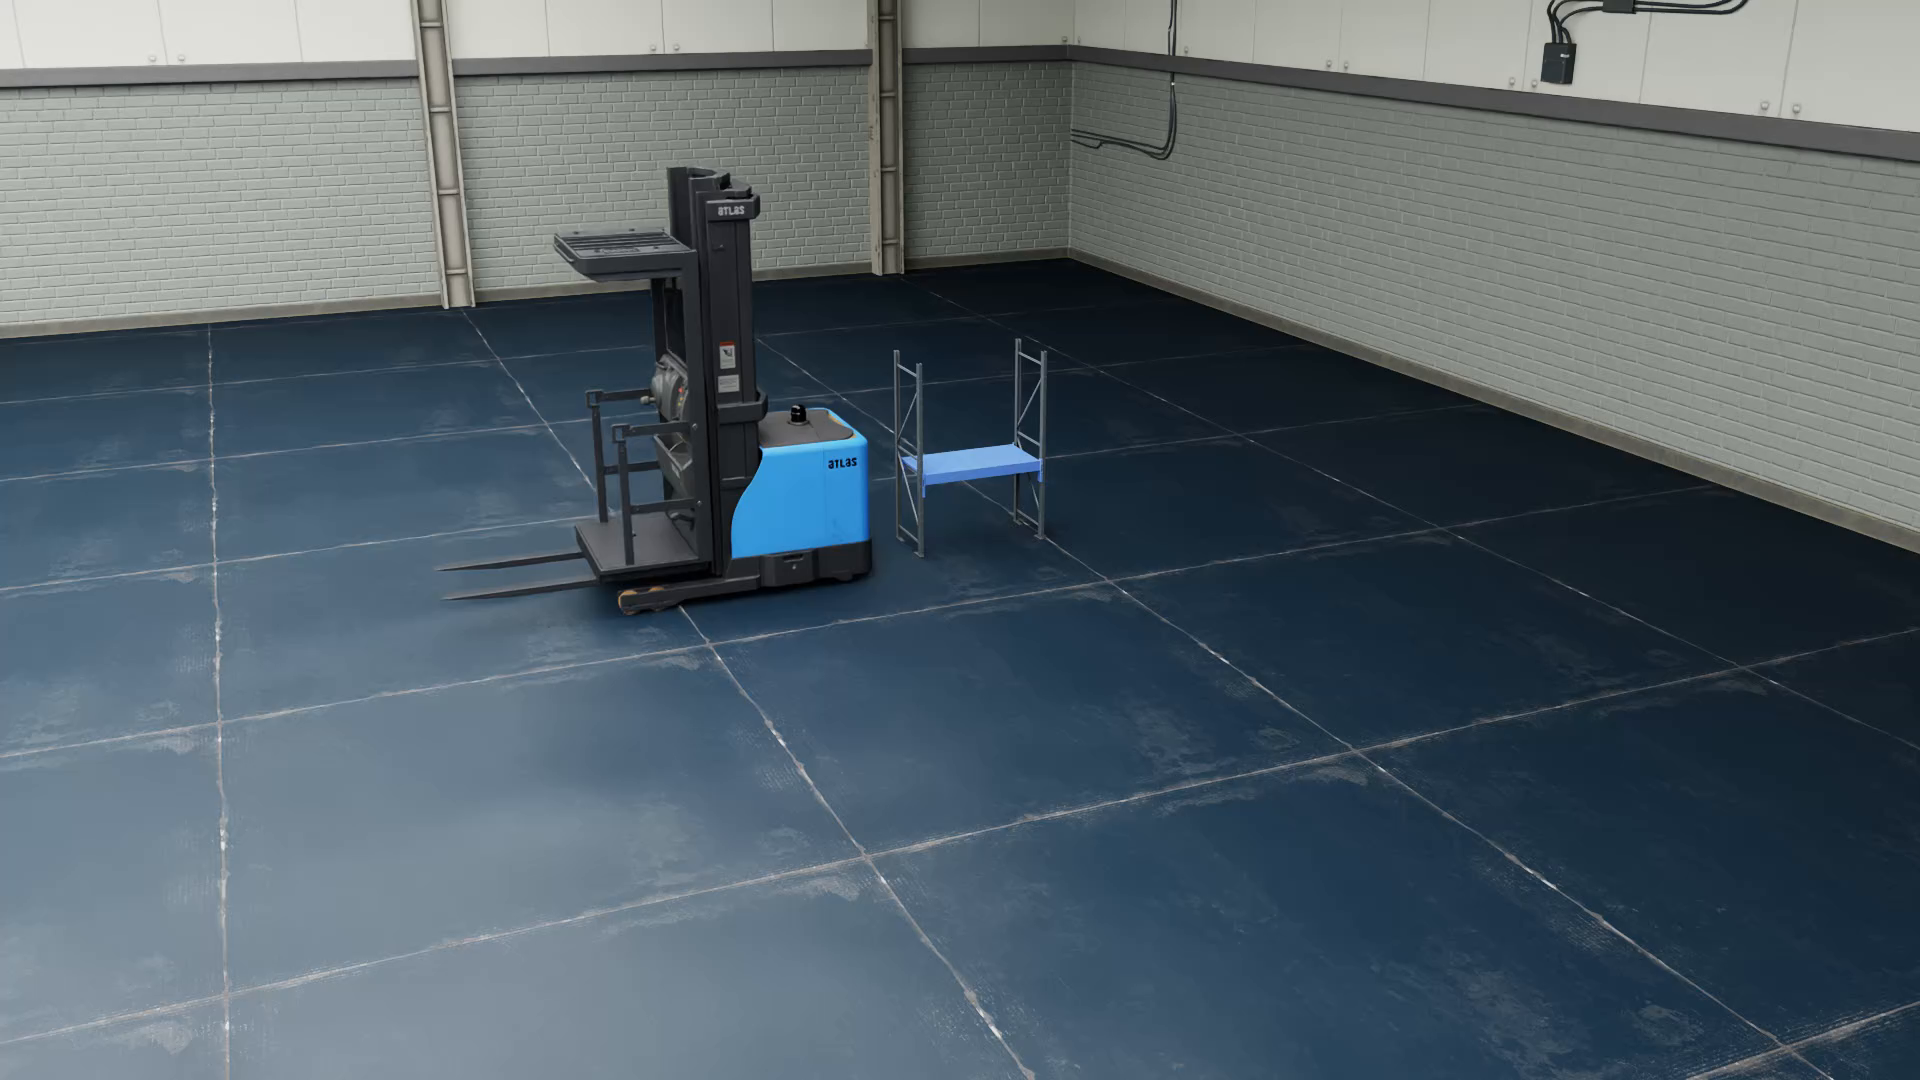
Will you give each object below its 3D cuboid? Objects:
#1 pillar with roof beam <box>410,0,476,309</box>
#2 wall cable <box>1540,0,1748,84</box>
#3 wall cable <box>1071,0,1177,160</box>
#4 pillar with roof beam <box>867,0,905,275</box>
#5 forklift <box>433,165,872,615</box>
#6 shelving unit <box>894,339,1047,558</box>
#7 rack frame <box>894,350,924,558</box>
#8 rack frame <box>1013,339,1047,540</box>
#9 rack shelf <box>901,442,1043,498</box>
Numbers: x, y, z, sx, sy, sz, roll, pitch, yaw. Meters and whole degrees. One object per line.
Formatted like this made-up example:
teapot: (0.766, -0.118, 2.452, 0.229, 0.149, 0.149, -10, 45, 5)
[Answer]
pillar with roof beam: (-4.842, -5.994, 16.495, 0.400, 9.000, 9.100, -8, 21, -22)
wall cable: (5.937, -6.787, 13.628, 0.169, 6.003, 2.305, -8, 21, -22)
wall cable: (2.191, -6.615, 22.937, 0.112, 2.526, 3.097, -8, 21, -22)
pillar with roof beam: (0.667, -6.783, 18.737, 0.400, 9.000, 9.100, -8, 21, -22)
forklift: (-2.213, -1.062, 11.625, 3.031, 2.935, 1.130, -8, 21, -20)
shelving unit: (0.078, -0.719, 12.805, 1.048, 1.500, 0.538, -8, 21, -22)
rack frame: (-0.388, -0.652, 12.615, 0.032, 1.500, 0.500, -8, 21, -22)
rack frame: (0.545, -0.786, 12.995, 0.032, 1.500, 0.500, -8, 21, -22)
rack shelf: (0.078, -0.549, 12.865, 1.000, 0.185, 0.538, -8, 21, -22)
